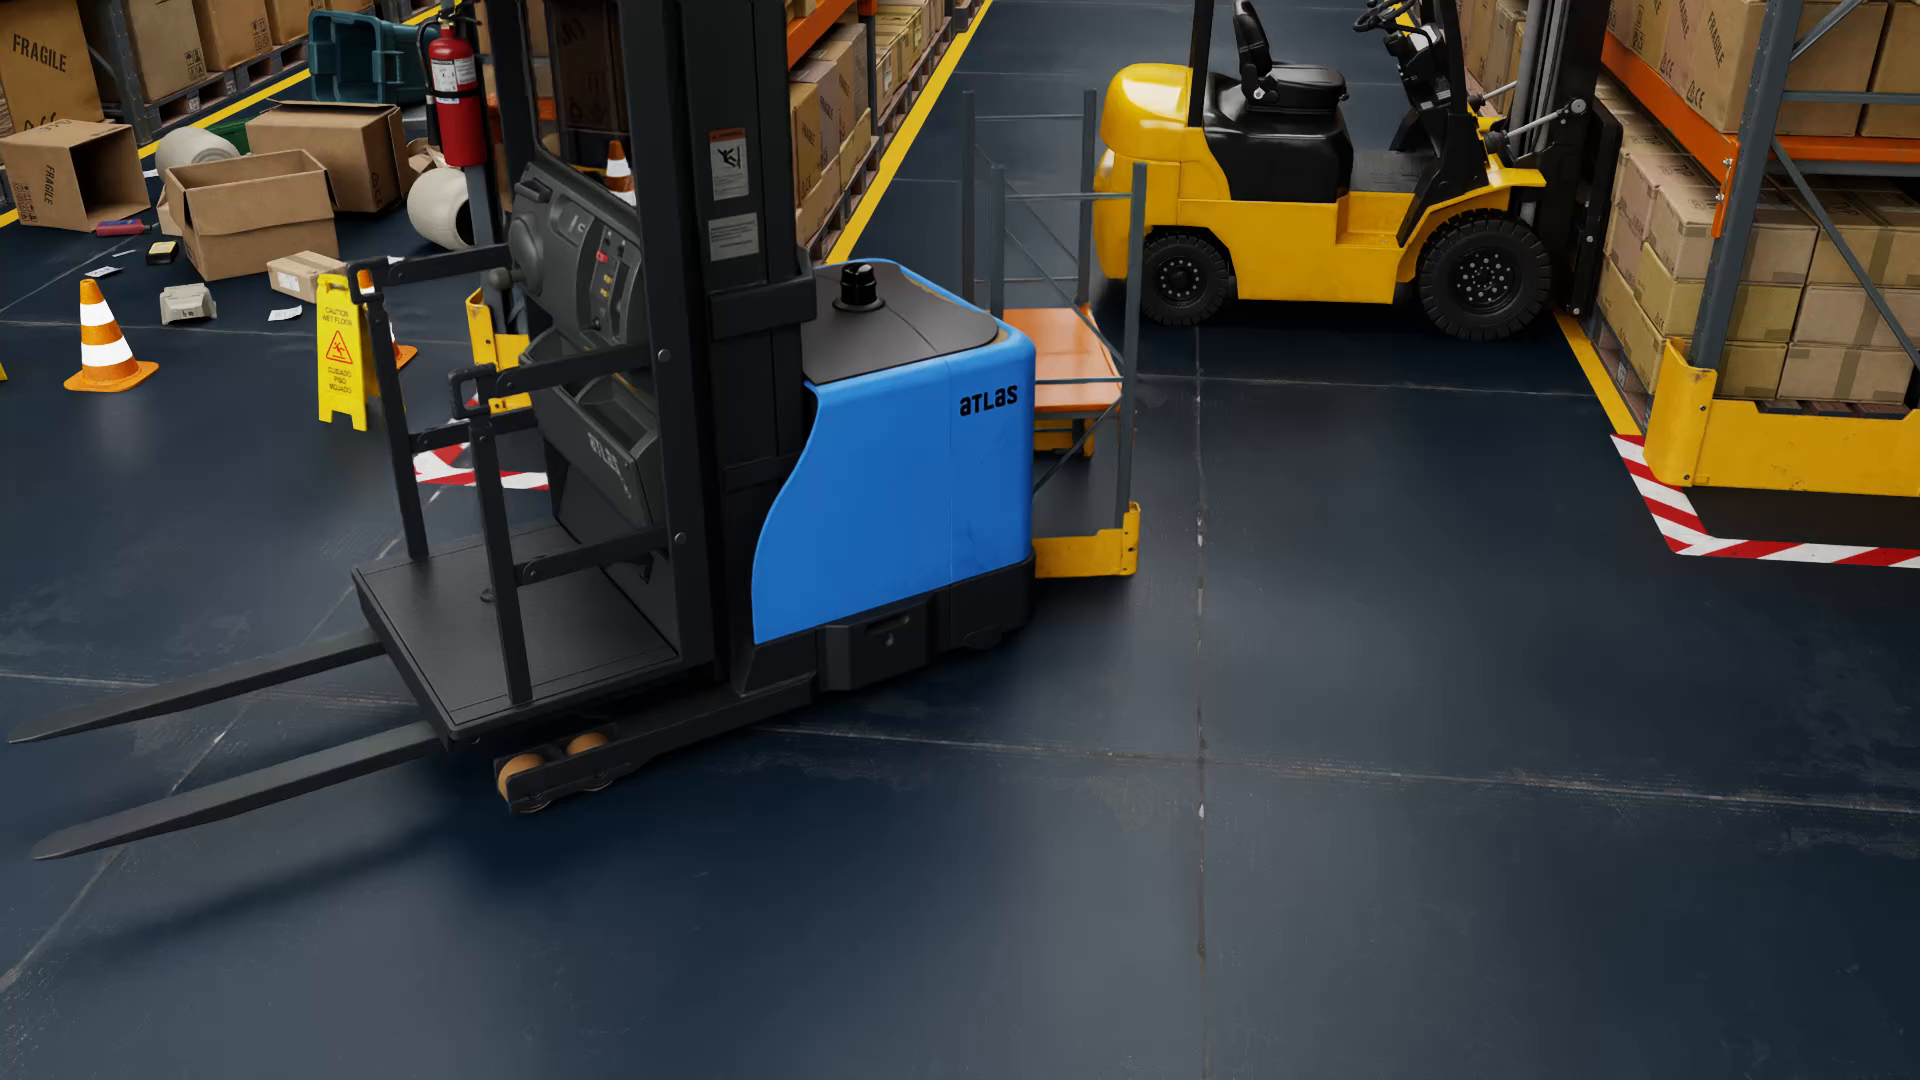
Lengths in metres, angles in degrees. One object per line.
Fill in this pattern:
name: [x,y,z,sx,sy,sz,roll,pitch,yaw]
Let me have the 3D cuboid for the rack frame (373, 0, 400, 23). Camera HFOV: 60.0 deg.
rack frame: [-5.467,-5.892,14.024,1.000,3.000,0.127,3,28,6]

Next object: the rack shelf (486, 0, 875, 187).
rack shelf: [-1.277,-2.511,8.507,1.077,0.370,4.000,3,28,6]

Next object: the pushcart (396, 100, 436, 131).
pushcart: [-3.301,-2.724,10.908,1.648,0.377,0.936,-6,29,-11]

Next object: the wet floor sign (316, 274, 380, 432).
wet floor sign: [-2.607,-0.823,7.097,0.267,0.644,0.232,14,31,24]

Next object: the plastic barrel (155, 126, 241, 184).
plastic barrel: [-4.574,-2.252,9.984,0.421,0.421,0.512,-24,36,-37]

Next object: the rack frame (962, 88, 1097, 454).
rack frame: [0.260,-1.017,6.557,0.500,1.500,0.032,-2,28,-4]

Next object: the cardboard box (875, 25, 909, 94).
cardboard box: [-0.886,-3.383,11.694,0.950,0.372,0.625,5,29,9]

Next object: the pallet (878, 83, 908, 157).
pallet: [-0.938,-2.908,11.425,1.003,0.211,1.213,3,28,6]

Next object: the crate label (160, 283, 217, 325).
crate label: [-3.858,-1.182,8.299,0.250,0.136,0.298,-11,30,-20]

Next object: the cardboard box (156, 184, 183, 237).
cardboard box: [-4.340,-1.889,9.477,0.396,0.266,0.258,8,29,15]

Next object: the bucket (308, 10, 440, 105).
bucket: [-3.686,-3.039,10.578,0.726,0.611,0.620,14,21,24]

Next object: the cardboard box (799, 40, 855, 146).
cardboard box: [-0.899,-2.540,9.468,0.500,0.500,0.500,4,29,7]

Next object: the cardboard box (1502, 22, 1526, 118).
cardboard box: [3.948,-2.868,10.472,0.875,0.625,0.625,5,29,8]

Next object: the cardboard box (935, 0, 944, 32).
cardboard box: [-0.621,-4.415,13.610,0.950,0.372,0.625,1,28,3]

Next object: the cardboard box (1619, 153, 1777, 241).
cardboard box: [3.208,-1.490,7.255,0.500,0.250,0.500,4,29,7]

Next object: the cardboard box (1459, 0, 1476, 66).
cardboard box: [4.223,-3.904,12.395,0.875,0.625,0.625,4,29,8]

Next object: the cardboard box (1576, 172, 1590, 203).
cardboard box: [3.333,-1.756,8.277,0.500,0.250,0.500,3,28,6]

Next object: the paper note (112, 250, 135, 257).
paper note: [-4.614,-1.583,9.177,0.032,0.001,0.123,20,34,32]

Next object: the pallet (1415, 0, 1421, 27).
pallet: [4.514,-4.487,14.356,1.003,0.211,1.213,3,28,6]

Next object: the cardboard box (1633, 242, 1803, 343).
cardboard box: [3.154,-1.041,6.950,0.500,0.250,0.500,3,28,6]

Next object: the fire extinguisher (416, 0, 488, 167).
fire extinguisher: [-1.994,-1.825,6.557,0.296,0.674,0.183,3,28,6]

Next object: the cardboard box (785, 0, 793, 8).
cardboard box: [-1.067,-2.752,7.777,0.500,0.500,0.500,3,28,5]

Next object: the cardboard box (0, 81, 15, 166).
cardboard box: [-6.210,-2.542,9.604,0.875,0.875,0.875,4,29,7]

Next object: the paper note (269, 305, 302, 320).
paper note: [-3.382,-1.140,8.334,0.148,0.019,0.142,-6,29,-11]

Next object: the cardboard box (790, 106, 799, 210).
cardboard box: [-1.087,-1.812,8.117,0.500,0.500,0.500,2,28,4]

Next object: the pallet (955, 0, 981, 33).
pallet: [-0.371,-4.791,14.921,1.003,0.211,1.213,3,28,6]

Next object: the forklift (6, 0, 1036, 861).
forklift: [-1.269,-0.791,4.629,3.031,2.935,1.130,-17,32,-28]

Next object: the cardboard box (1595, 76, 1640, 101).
cardboard box: [3.402,-2.213,8.596,0.500,0.250,0.500,4,29,8]

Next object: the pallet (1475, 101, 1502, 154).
pallet: [3.946,-2.604,10.861,1.003,0.211,1.213,3,28,6]

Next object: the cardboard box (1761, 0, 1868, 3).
cardboard box: [3.169,-2.109,6.212,0.380,0.149,0.250,4,29,7]

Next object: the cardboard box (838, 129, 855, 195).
cardboard box: [-0.893,-2.198,9.624,0.500,0.250,0.500,3,28,5]

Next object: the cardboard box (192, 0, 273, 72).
cardboard box: [-5.848,-3.955,12.358,1.050,0.750,0.750,3,28,6]

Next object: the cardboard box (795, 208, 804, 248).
cardboard box: [-1.079,-1.464,8.261,0.500,0.250,0.500,4,29,8]

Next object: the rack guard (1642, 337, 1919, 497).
rack guard: [3.402,-0.488,6.628,1.175,0.500,0.348,3,28,6]

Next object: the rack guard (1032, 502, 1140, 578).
rack guard: [0.348,0.004,5.979,0.587,0.250,0.087,-2,28,-4]

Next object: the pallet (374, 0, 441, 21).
pallet: [-5.370,-5.032,15.368,1.003,0.211,1.213,3,28,6]

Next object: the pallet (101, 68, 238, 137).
pallet: [-5.937,-3.149,11.873,1.003,0.211,1.213,3,28,6]

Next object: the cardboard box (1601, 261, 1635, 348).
cardboard box: [3.219,-1.047,7.487,0.500,0.250,0.500,3,28,6]

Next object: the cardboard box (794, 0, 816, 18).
cardboard box: [-0.947,-2.769,8.492,0.380,0.149,0.250,4,29,7]

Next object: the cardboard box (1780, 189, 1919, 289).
cardboard box: [3.651,-1.229,6.771,0.500,0.250,0.500,3,28,5]

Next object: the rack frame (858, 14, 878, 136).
rack frame: [-1.032,-3.769,10.084,1.000,3.000,0.127,3,28,6]

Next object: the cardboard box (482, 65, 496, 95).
cardboard box: [-2.802,-3.091,10.663,0.500,0.500,0.500,3,28,6]

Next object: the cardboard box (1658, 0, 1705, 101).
cardboard box: [3.277,-2.134,6.943,0.500,0.500,0.500,4,29,8]

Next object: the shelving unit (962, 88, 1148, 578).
shelving unit: [0.304,-0.782,6.119,0.587,1.500,1.083,-2,28,-4]
